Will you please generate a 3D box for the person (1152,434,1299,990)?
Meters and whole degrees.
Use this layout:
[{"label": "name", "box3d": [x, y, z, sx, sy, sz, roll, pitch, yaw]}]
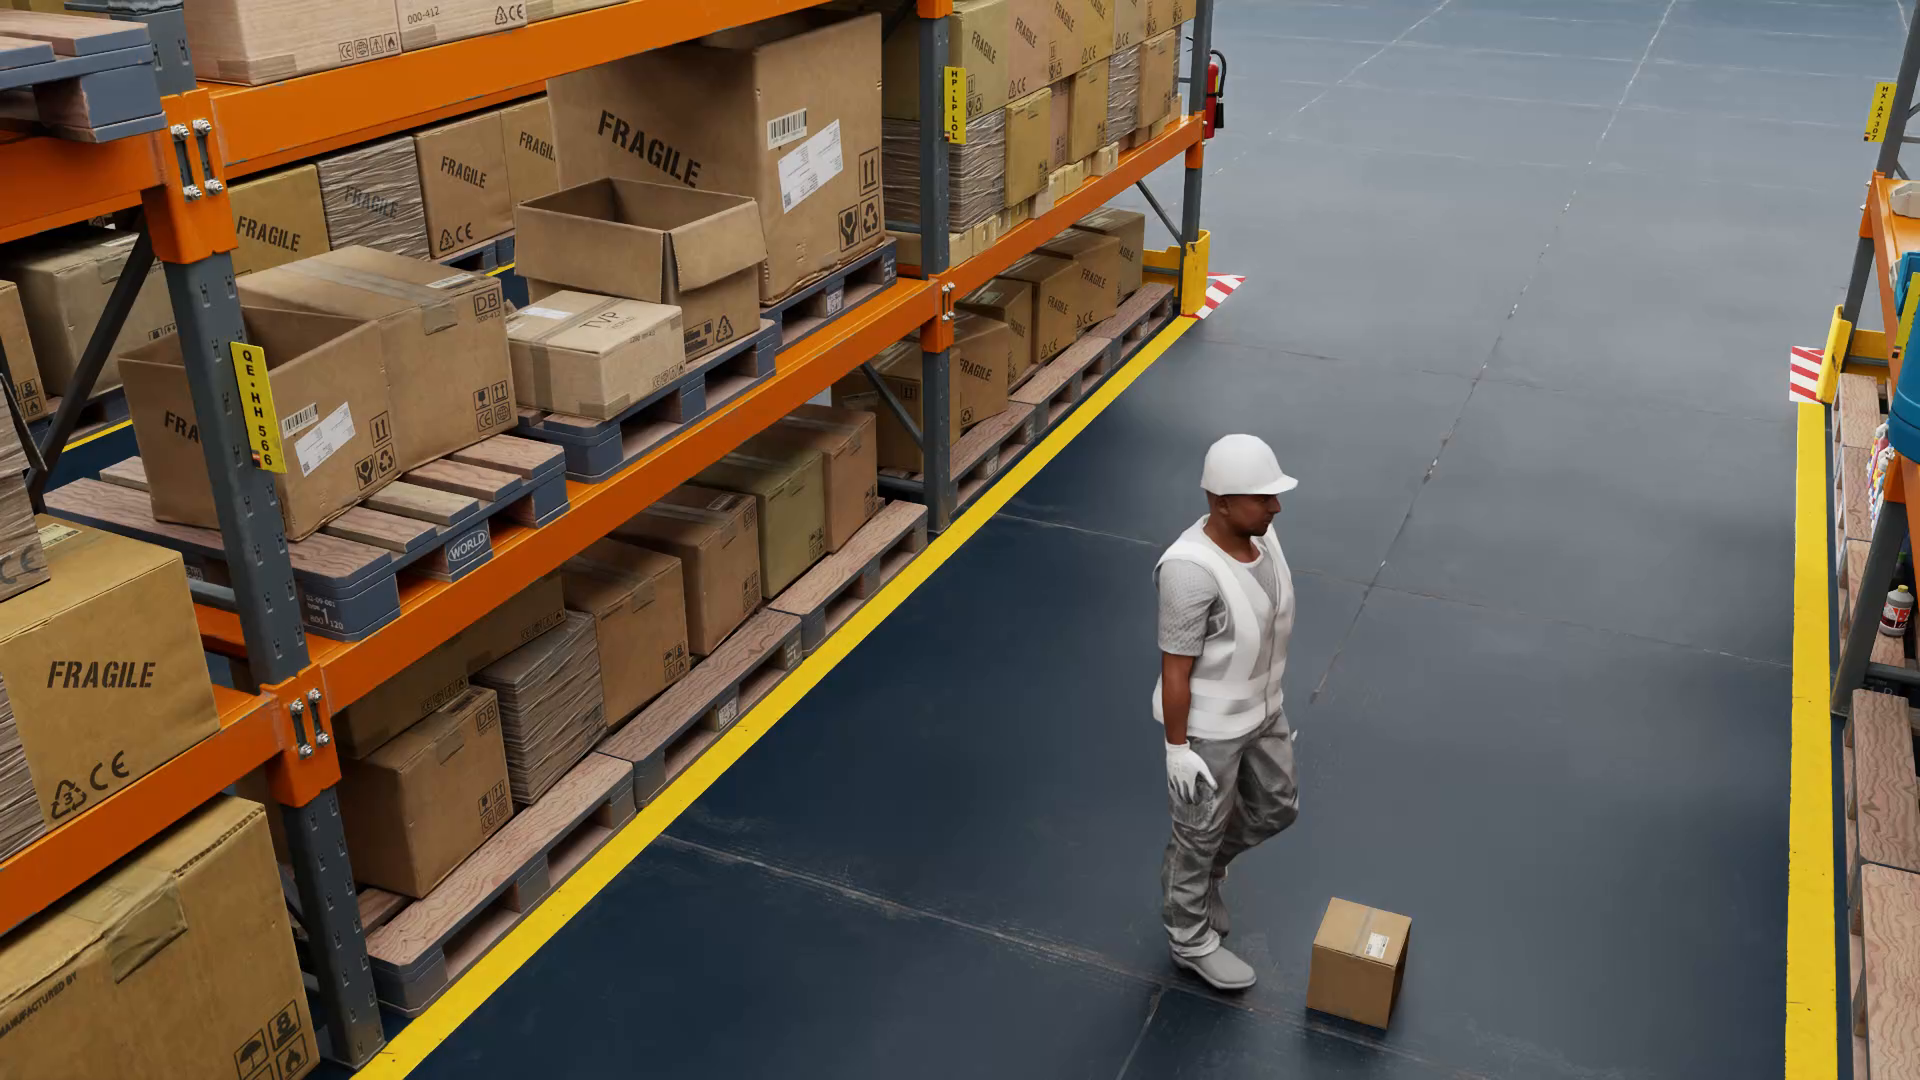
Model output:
[{"label": "person", "box3d": [0.784, 0.531, 4.981, 0.460, 1.789, 0.578, 19, 32, 34]}]
